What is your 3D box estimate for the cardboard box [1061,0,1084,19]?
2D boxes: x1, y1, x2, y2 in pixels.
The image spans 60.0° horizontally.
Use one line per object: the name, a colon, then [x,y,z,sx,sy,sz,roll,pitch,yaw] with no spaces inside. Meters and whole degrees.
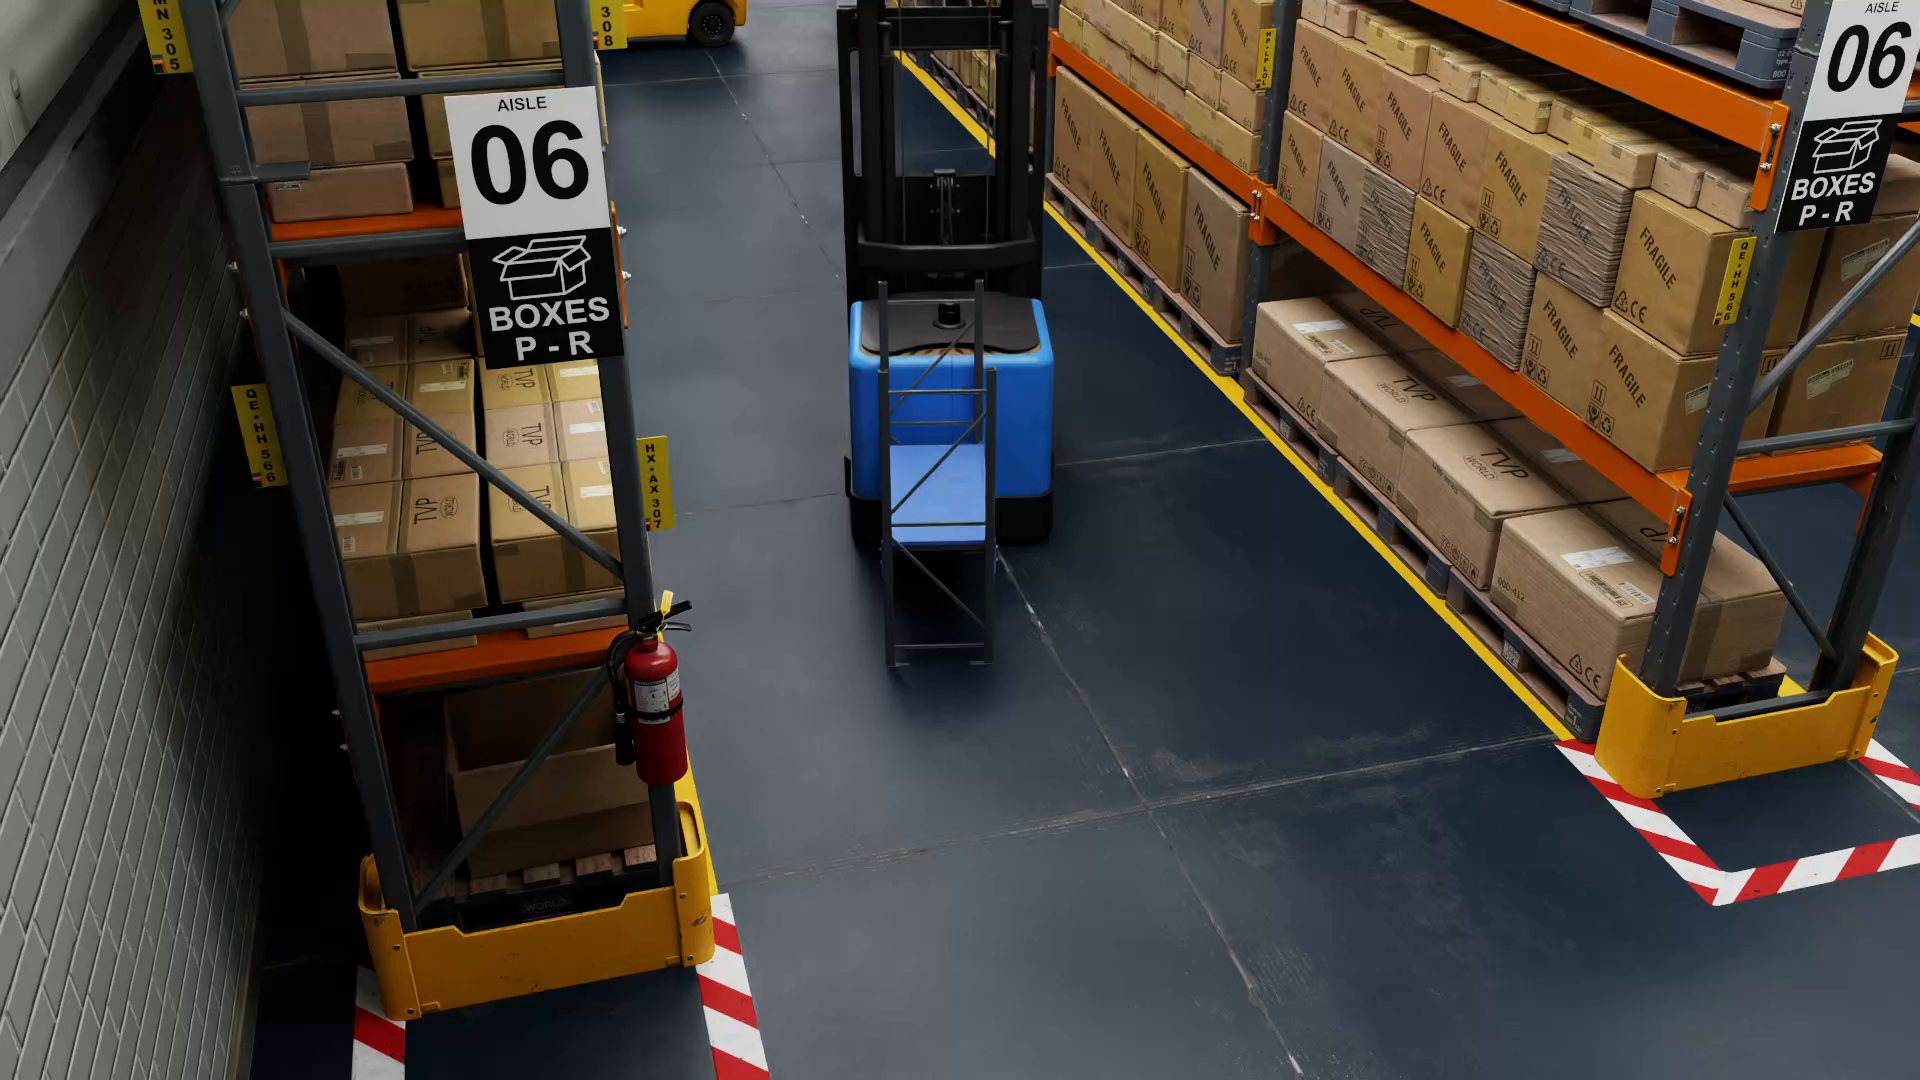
cardboard box: [1.081,-4.126,12.534,0.500,0.250,0.500,-8,31,-14]

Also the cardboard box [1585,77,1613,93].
cardboard box: [3.109,-2.108,7.651,0.380,0.149,0.250,-9,31,-14]

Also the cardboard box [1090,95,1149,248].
cardboard box: [1.520,-2.738,12.188,0.875,0.875,0.875,-7,31,-13]

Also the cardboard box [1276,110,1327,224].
cardboard box: [2.118,-2.102,9.287,0.500,0.500,0.500,-7,31,-12]

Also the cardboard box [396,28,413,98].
cardboard box: [-2.005,-1.513,5.227,0.500,0.250,0.500,-8,31,-13]

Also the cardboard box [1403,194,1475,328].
cardboard box: [2.510,-1.368,8.020,0.500,0.500,0.500,-7,31,-12]

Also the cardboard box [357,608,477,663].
cardboard box: [-1.824,0.258,5.560,0.380,0.149,0.250,-8,31,-14]

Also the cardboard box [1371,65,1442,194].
cardboard box: [2.392,-2.040,8.182,0.500,0.500,0.500,-7,31,-12]

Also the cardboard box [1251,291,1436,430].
cardboard box: [2.309,-1.075,9.752,0.875,0.438,0.875,-8,31,-14]

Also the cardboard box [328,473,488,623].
cardboard box: [-1.855,0.023,5.568,0.500,0.250,0.500,-7,31,-12]

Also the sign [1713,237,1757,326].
sign: [2.781,-0.926,5.963,0.100,0.325,0.005,-8,31,-13]

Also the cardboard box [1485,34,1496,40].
cardboard box: [2.842,-2.471,8.279,0.380,0.149,0.250,-8,31,-14]

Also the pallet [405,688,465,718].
pallet: [-2.030,0.471,7.726,1.003,0.211,1.213,-8,31,-13]

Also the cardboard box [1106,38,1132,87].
cardboard box: [1.359,-3.417,11.809,0.500,0.250,0.500,-7,31,-12]

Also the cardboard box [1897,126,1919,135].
cardboard box: [7.050,-2.843,11.995,0.500,0.250,0.500,-9,31,-15]

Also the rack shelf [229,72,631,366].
rack shelf: [-2.008,-1.679,6.380,1.077,0.370,4.000,-8,31,-13]

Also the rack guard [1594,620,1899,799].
rack guard: [3.314,0.706,7.032,1.175,0.500,0.348,-8,31,-13]

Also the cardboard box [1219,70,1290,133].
cardboard box: [1.895,-2.652,9.988,0.500,0.250,0.500,-8,31,-13]

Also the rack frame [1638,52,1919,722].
rack frame: [3.308,-0.388,6.426,1.000,3.000,0.127,-8,31,-13]

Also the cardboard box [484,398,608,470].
cardboard box: [-1.472,-0.288,6.107,0.500,0.250,0.500,-8,31,-13]

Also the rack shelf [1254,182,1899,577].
rack shelf: [2.777,-1.042,8.275,1.077,0.370,4.000,-8,31,-13]

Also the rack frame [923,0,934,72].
rack frame: [0.123,-6.184,16.439,1.000,3.000,0.127,-8,31,-13]

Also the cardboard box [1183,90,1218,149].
cardboard box: [1.750,-2.684,10.543,0.500,0.250,0.500,-8,31,-14]

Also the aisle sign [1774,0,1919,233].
aisle sign: [3.028,-1.437,5.643,0.394,0.787,0.004,-8,31,-13]

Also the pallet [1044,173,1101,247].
pallet: [1.321,-2.654,13.125,1.003,0.211,1.213,-8,31,-13]

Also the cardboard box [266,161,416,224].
cardboard box: [-1.785,-1.039,4.808,0.380,0.149,0.250,-7,31,-12]

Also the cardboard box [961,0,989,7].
cardboard box: [0.226,-5.821,17.389,0.500,0.500,0.500,-6,31,-11]

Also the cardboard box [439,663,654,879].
cardboard box: [-1.548,0.865,6.335,0.797,0.503,0.637,-9,31,-15]

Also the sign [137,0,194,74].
sign: [-2.017,-1.343,4.198,0.100,0.325,0.005,-8,31,-13]

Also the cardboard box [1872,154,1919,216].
cardboard box: [3.480,-1.353,6.348,0.380,0.149,0.250,-7,31,-12]

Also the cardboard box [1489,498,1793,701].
cardboard box: [3.036,0.234,7.490,0.875,0.438,0.875,-9,31,-15]

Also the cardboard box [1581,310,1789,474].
cardboard box: [2.925,-0.629,6.742,0.500,0.500,0.500,-8,31,-13]

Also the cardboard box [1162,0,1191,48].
cardboard box: [1.625,-3.475,10.661,0.500,0.500,0.500,-7,31,-12]

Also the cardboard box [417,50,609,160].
cardboard box: [-1.331,-1.339,4.927,0.500,0.250,0.500,-8,31,-14]

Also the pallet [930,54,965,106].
pallet: [0.331,-4.601,16.488,1.003,0.211,1.213,-8,31,-13]

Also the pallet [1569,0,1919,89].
pallet: [3.101,-2.005,6.313,1.003,0.211,1.213,-8,31,-13]

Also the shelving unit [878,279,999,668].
shelving unit: [-0.116,-0.322,7.809,0.538,1.500,1.048,-1,30,-2]

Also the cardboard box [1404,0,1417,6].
cardboard box: [2.600,-2.828,8.897,0.380,0.149,0.250,-7,31,-12]

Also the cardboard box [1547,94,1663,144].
cardboard box: [2.751,-1.787,7.098,0.380,0.149,0.250,-8,31,-14]

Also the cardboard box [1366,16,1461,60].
cardboard box: [2.278,-2.522,8.367,0.380,0.149,0.250,-8,31,-14]

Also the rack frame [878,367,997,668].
rack frame: [-0.095,-0.067,7.369,0.500,1.500,0.032,-1,30,-2]

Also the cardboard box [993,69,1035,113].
cardboard box: [0.840,-3.926,14.742,0.950,0.372,0.625,-8,31,-14]

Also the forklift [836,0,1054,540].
forklift: [-0.100,-1.971,9.229,1.130,2.935,3.031,-1,30,-2]

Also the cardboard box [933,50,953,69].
cardboard box: [0.264,-4.975,16.555,0.950,0.372,0.625,-7,31,-13]

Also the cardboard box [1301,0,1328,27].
cardboard box: [2.080,-2.890,9.002,0.380,0.149,0.250,-8,31,-14]

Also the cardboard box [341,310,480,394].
cardboard box: [-2.256,-0.718,6.850,0.500,0.250,0.500,-8,31,-13]

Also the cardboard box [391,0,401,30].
cardboard box: [-2.001,-1.733,5.110,0.500,0.250,0.500,-9,31,-15]

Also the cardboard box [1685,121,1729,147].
cardboard box: [3.297,-1.736,7.009,0.380,0.149,0.250,-9,31,-15]

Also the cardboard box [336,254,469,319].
cardboard box: [-2.400,-1.292,7.092,0.500,0.500,0.500,-9,31,-15]

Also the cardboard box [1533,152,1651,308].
cardboard box: [2.783,-1.314,6.927,0.500,0.500,0.500,-8,31,-13]

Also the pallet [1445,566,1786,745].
pallet: [3.020,0.443,7.774,1.003,0.211,1.213,-8,31,-13]

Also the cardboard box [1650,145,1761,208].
cardboard box: [2.929,-1.411,6.448,0.380,0.149,0.250,-7,31,-12]

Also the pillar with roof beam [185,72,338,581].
pillar with roof beam: [0.928,-4.371,7.318,9.100,9.000,0.400,-8,31,-13]

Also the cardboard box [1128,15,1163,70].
cardboard box: [1.459,-3.387,11.258,0.500,0.250,0.500,-7,31,-12]

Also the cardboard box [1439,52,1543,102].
cardboard box: [2.466,-2.151,7.727,0.380,0.149,0.250,-8,31,-13]
